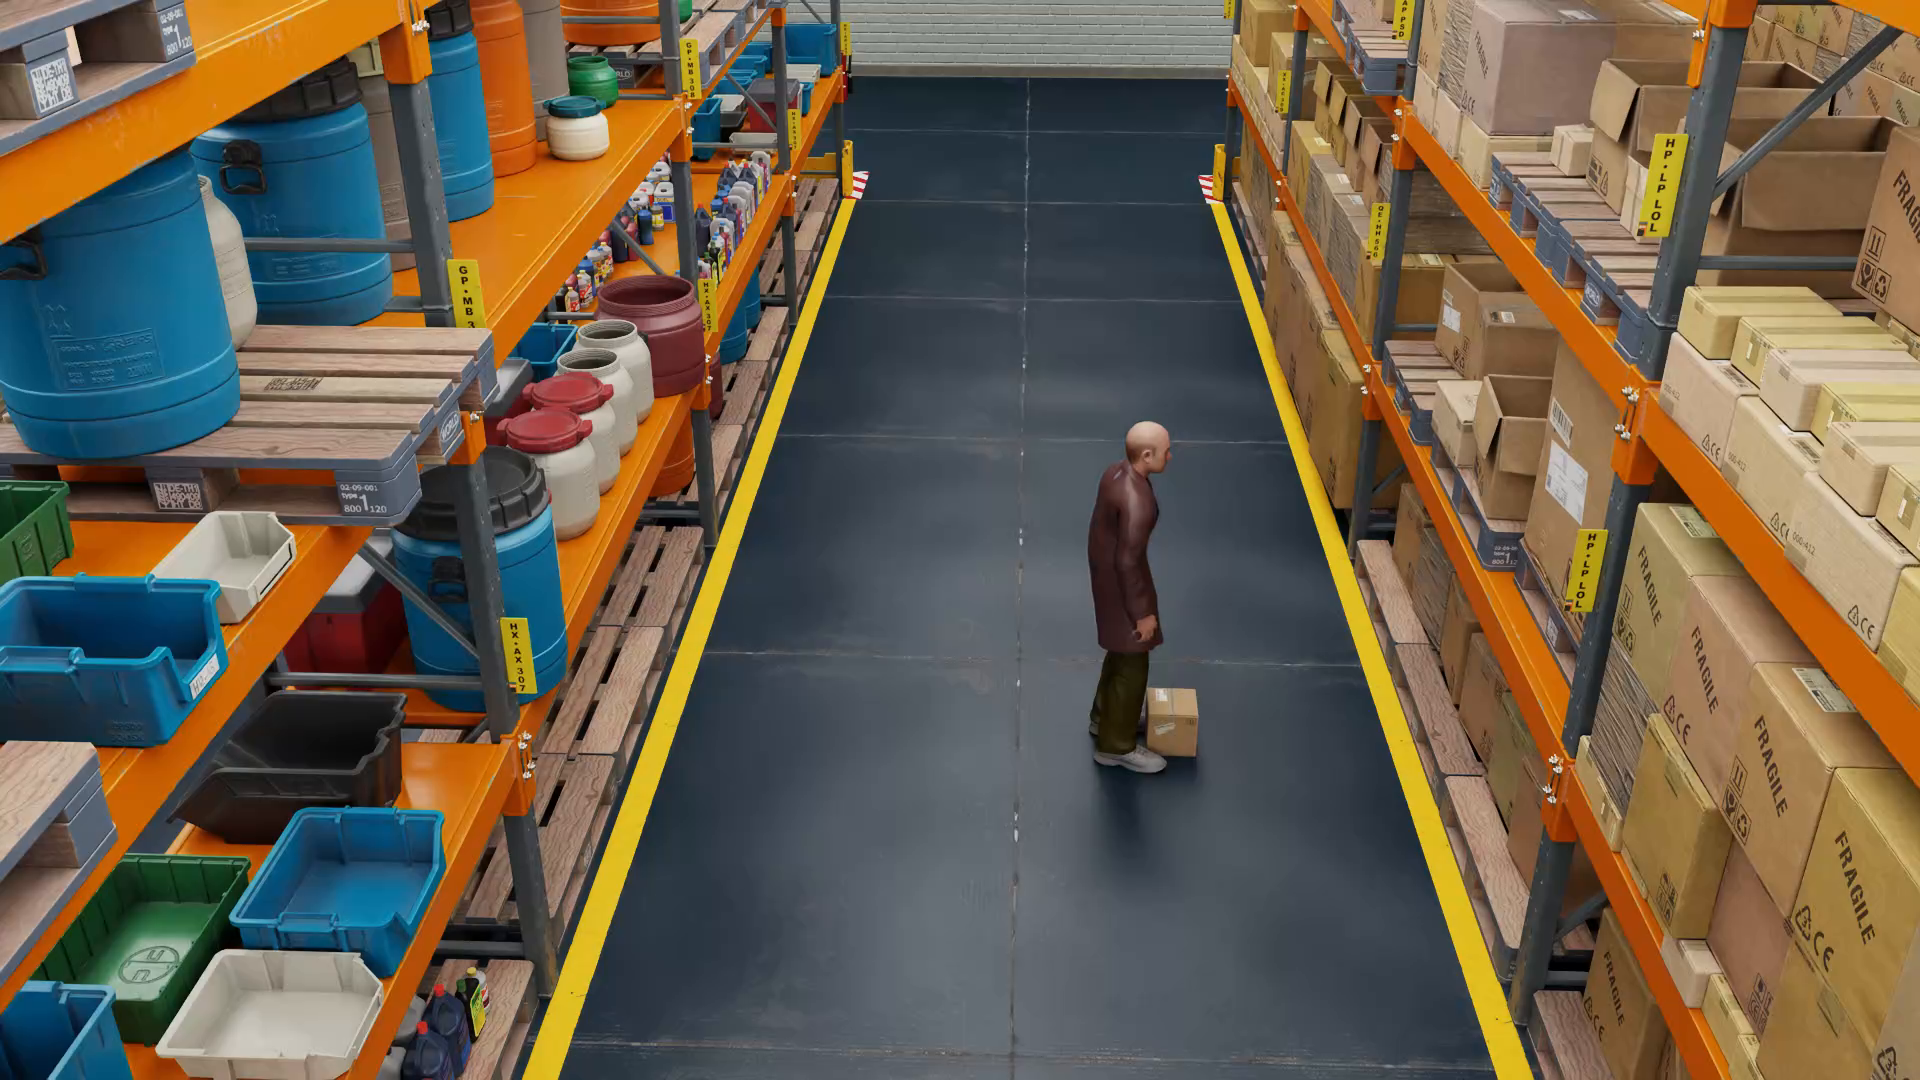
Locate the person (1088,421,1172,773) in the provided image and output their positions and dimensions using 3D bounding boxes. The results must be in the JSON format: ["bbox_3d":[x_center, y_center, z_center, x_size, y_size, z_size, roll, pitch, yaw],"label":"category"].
[{"bbox_3d":[0.832,0.249,8.160,0.417,1.774,0.656,0,28,0],"label":"person"}]
